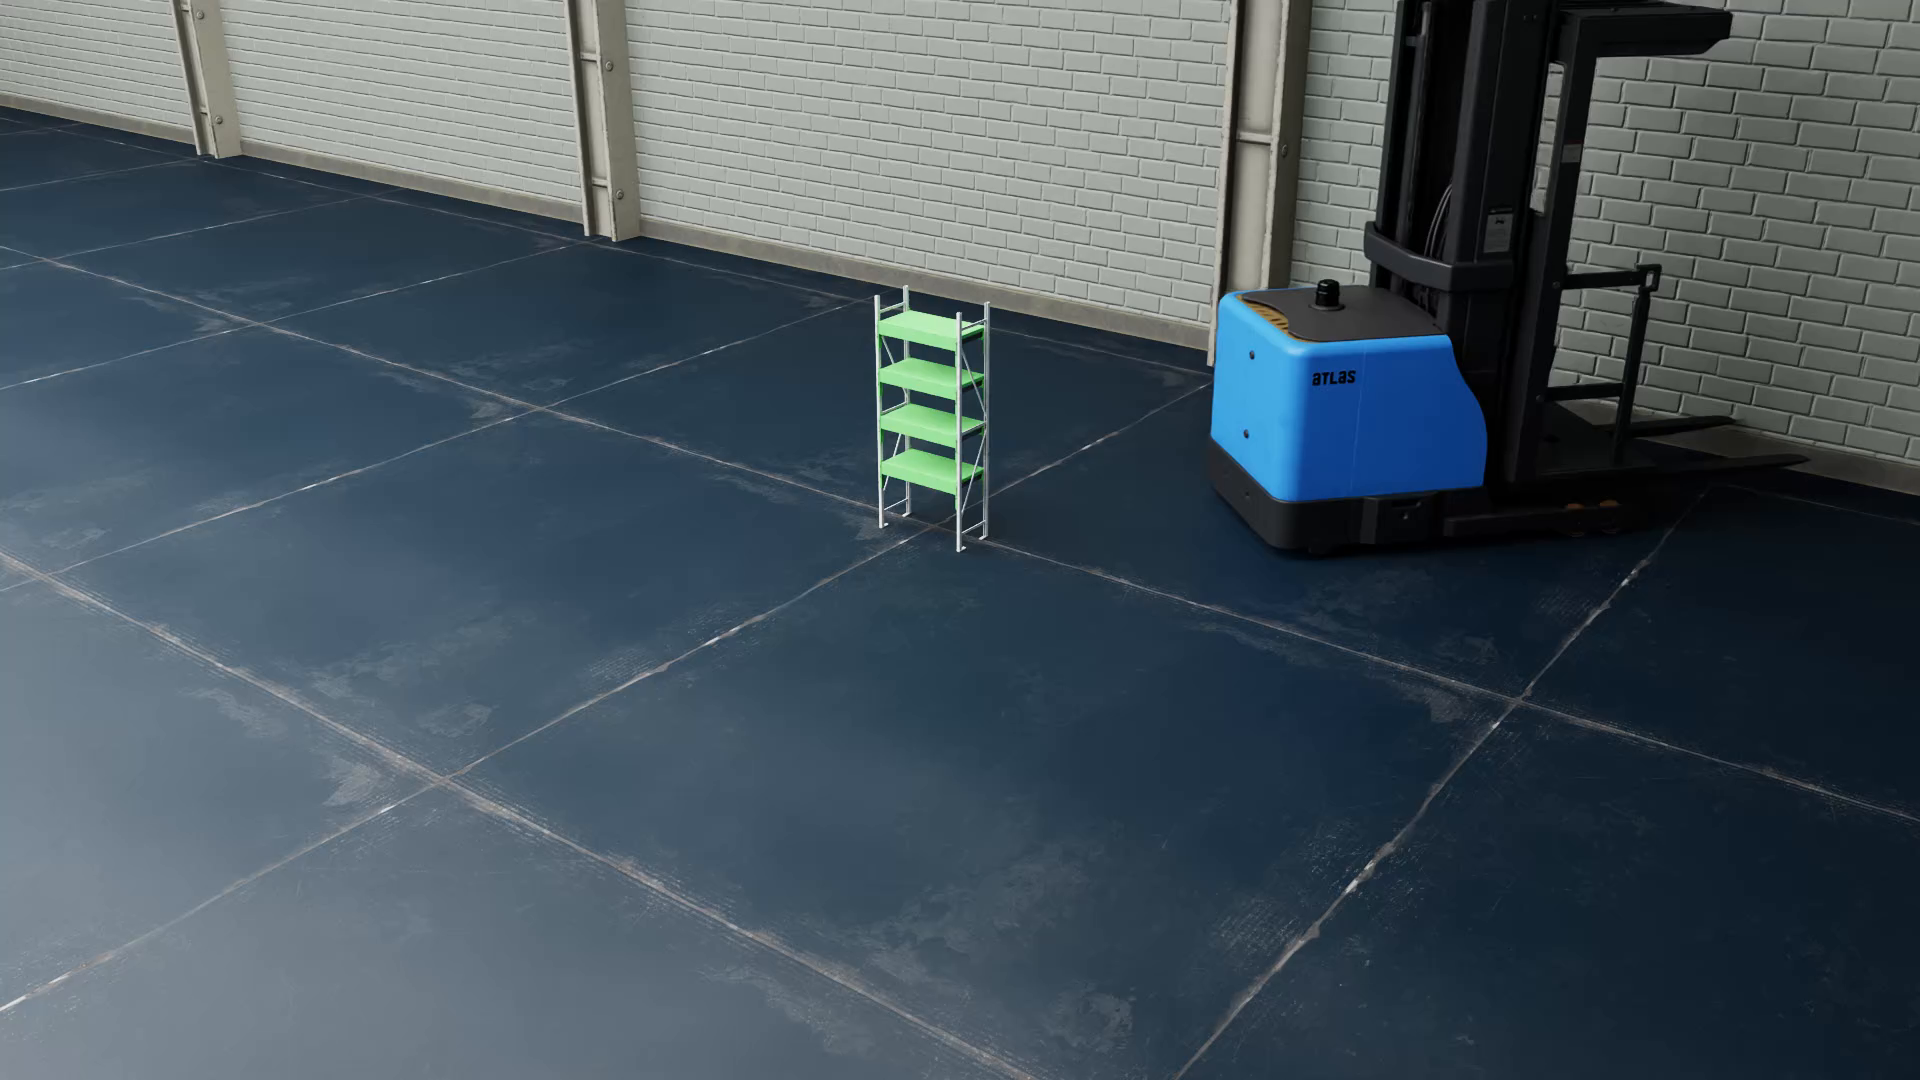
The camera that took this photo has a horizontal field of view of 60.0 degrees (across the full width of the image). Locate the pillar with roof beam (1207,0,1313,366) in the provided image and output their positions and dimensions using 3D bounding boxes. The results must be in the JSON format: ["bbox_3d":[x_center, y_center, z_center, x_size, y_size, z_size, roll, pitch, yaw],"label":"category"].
[{"bbox_3d":[-0.724,-3.871,5.875,0.400,9.000,9.100,17,29,33],"label":"pillar with roof beam"}]

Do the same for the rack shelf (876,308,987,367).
[{"bbox_3d":[-0.132,-0.970,7.931,0.480,0.148,0.258,17,29,33],"label":"rack shelf"}]

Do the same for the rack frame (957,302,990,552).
[{"bbox_3d":[0.063,-0.530,7.965,0.015,1.200,0.240,17,29,33],"label":"rack frame"}]

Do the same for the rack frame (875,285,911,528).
[{"bbox_3d":[-0.328,-0.648,8.233,0.015,1.200,0.240,17,29,33],"label":"rack frame"}]

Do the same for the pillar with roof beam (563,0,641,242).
[{"bbox_3d":[-5.525,-5.322,9.168,0.400,9.000,9.100,17,29,33],"label":"pillar with roof beam"}]

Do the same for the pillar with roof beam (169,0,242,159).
[{"bbox_3d":[-10.326,-6.773,12.461,0.400,9.000,9.100,17,29,33],"label":"pillar with roof beam"}]

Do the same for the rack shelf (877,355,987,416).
[{"bbox_3d":[-0.132,-0.750,8.028,0.480,0.148,0.258,17,29,33],"label":"rack shelf"}]

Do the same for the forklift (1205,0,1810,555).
[{"bbox_3d":[2.872,-1.558,8.152,3.031,2.935,1.130,-5,24,-11],"label":"forklift"}]

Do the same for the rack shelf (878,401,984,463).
[{"bbox_3d":[-0.132,-0.531,8.125,0.480,0.148,0.258,17,29,33],"label":"rack shelf"}]

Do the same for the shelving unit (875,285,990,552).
[{"bbox_3d":[-0.132,-0.589,8.099,0.503,1.200,0.258,17,29,33],"label":"shelving unit"}]

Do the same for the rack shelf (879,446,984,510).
[{"bbox_3d":[-0.132,-0.311,8.221,0.480,0.148,0.258,17,29,33],"label":"rack shelf"}]
